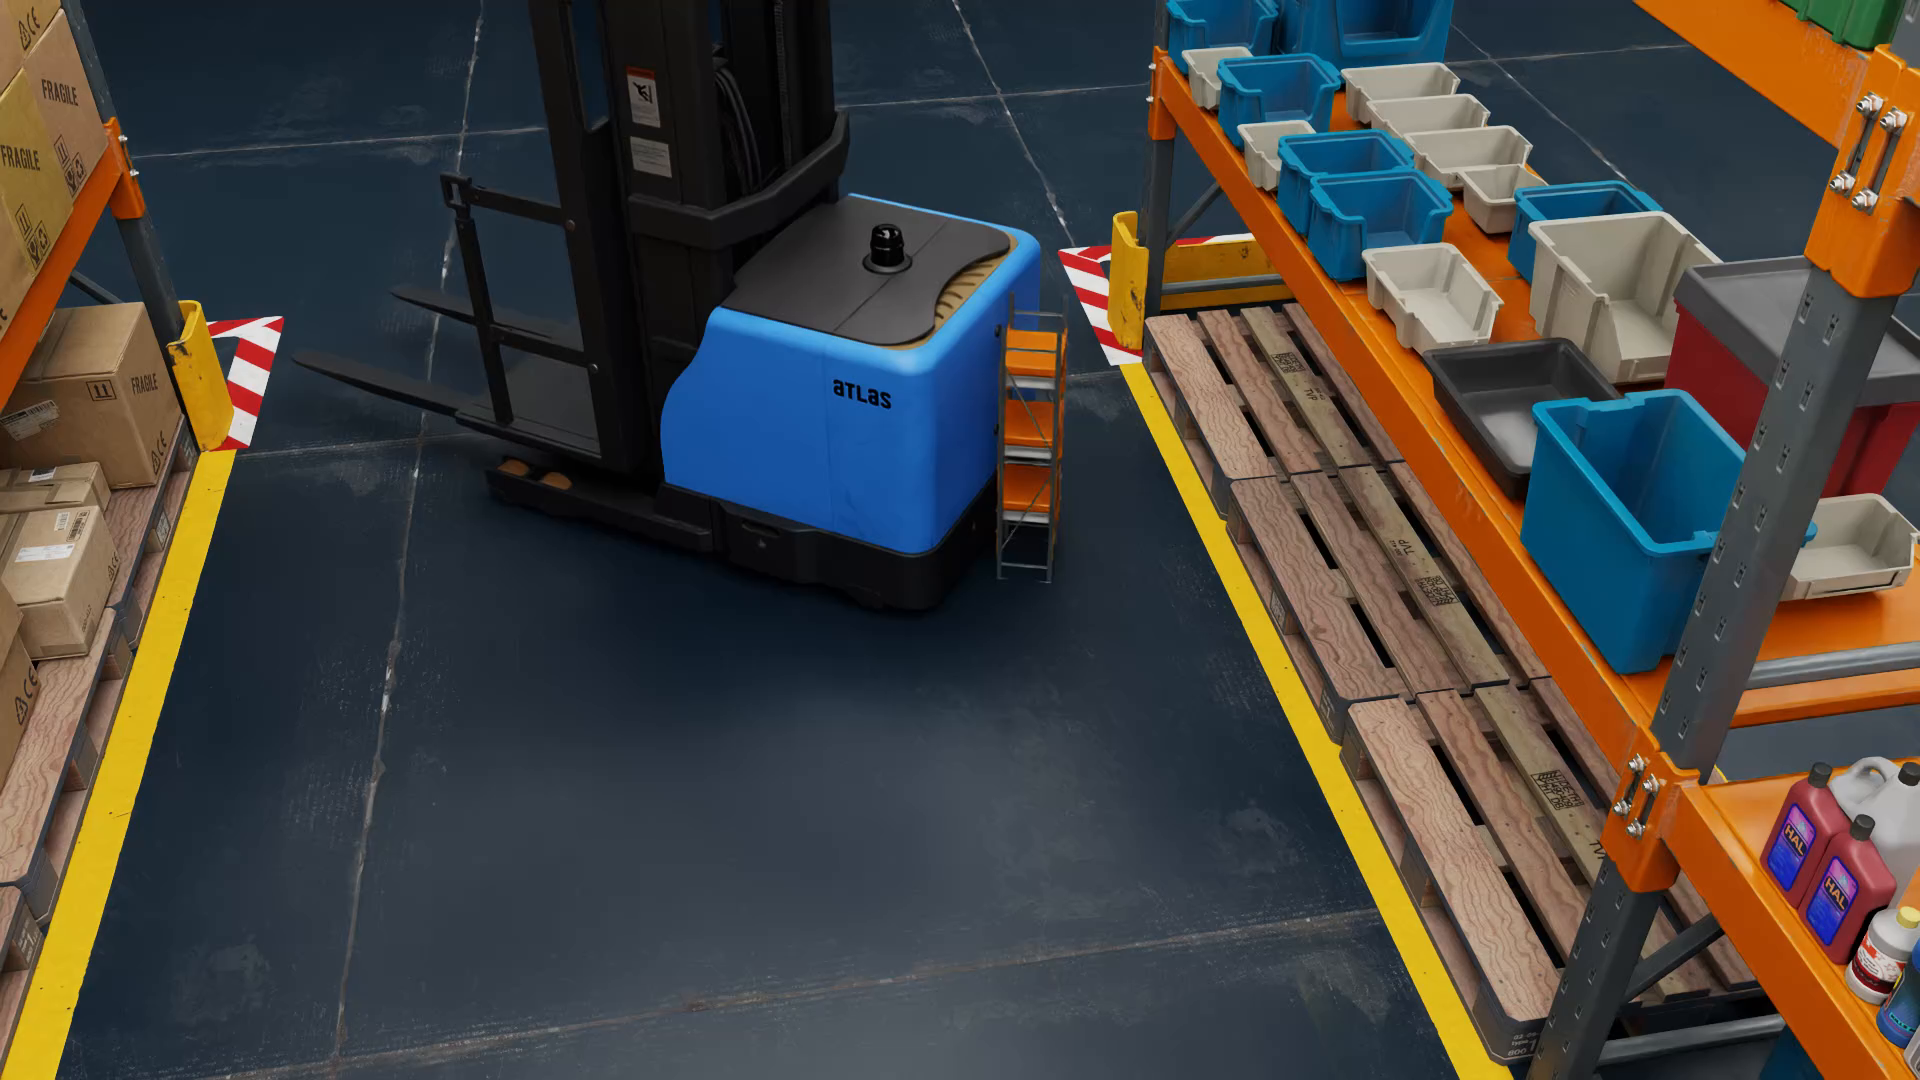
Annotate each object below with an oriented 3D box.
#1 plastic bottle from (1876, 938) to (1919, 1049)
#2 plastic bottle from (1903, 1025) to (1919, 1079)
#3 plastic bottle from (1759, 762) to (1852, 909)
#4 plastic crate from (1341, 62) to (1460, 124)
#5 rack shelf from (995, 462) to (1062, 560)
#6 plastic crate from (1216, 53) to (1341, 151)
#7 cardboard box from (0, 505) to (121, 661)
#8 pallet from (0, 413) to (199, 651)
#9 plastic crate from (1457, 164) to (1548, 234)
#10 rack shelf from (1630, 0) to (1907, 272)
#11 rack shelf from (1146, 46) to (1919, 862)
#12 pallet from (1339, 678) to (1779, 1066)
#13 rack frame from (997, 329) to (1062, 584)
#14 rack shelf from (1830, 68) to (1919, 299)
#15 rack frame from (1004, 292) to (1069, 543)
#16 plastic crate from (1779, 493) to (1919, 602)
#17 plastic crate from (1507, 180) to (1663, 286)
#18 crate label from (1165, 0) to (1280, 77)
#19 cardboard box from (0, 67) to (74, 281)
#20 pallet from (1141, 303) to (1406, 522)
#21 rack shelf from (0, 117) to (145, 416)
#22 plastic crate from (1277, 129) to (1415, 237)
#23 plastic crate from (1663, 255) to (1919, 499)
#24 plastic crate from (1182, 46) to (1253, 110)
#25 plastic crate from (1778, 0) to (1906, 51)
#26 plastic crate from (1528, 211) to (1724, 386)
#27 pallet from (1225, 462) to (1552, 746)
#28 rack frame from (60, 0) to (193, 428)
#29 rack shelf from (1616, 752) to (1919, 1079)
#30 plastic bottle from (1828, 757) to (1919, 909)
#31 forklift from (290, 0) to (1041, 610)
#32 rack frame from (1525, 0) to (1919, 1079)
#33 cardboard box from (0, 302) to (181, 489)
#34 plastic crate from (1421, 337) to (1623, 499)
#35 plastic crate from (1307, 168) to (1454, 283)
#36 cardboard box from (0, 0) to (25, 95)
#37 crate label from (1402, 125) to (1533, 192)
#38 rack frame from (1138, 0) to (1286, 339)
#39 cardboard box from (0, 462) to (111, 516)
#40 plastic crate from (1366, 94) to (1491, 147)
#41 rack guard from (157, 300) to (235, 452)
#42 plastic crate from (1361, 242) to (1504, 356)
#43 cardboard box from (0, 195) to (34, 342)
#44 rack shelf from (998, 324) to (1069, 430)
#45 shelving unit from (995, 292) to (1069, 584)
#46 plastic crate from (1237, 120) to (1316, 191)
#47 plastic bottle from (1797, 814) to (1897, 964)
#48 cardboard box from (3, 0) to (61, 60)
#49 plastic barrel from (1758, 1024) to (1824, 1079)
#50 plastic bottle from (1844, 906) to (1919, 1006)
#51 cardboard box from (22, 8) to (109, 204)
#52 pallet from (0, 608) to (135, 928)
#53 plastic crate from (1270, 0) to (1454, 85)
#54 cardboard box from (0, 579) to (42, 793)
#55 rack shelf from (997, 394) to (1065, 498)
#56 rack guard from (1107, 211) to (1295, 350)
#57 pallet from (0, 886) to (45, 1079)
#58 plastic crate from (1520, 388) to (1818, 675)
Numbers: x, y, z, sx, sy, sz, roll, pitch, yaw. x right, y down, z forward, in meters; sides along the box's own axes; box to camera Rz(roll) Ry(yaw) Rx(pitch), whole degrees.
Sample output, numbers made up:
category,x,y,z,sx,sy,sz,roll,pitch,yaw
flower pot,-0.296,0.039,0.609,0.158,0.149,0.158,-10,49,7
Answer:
category,x,y,z,sx,sy,sz,roll,pitch,yaw
plastic bottle,1.703,0.774,2.914,0.097,0.271,0.097,0,38,0
plastic bottle,1.751,0.839,2.826,0.152,0.276,0.135,-6,38,-8
plastic bottle,1.625,0.562,3.177,0.061,0.283,0.133,-6,38,-8
plastic crate,1.600,-1.614,6.048,0.396,0.136,0.243,-6,38,-8
rack shelf,0.249,-0.111,6.008,0.215,0.259,0.240,5,38,6
plastic crate,1.114,-1.543,5.878,0.416,0.233,0.300,-6,38,-8
cardboard box,-3.123,0.154,5.489,0.500,0.250,0.500,-6,38,-8
pallet,-3.444,-0.008,6.089,1.003,0.211,1.213,-6,38,-8
plastic crate,1.780,-1.095,5.380,0.298,0.136,0.250,-6,38,-8
rack shelf,1.630,-1.860,4.340,1.077,0.370,4.000,-6,38,-8
rack shelf,1.630,-0.675,5.261,1.077,0.370,4.000,-6,38,-8
pallet,1.813,0.910,4.907,1.003,0.211,1.213,-6,38,-8
rack frame,0.233,-0.265,5.735,0.200,1.050,0.008,5,38,6
rack shelf,2.331,0.556,1.231,1.077,0.370,4.000,-6,38,-8
rack frame,0.266,-0.413,5.926,0.200,1.050,0.008,5,38,6
plastic crate,2.040,0.033,3.929,0.396,0.136,0.243,-6,38,-8
plastic crate,1.892,-0.912,5.067,0.416,0.233,0.300,-6,38,-8
crate label,0.998,-1.940,6.390,0.416,0.233,0.303,-6,38,-8
cardboard box,-3.157,-1.122,5.168,0.500,0.500,0.500,-6,38,-8
pallet,1.386,-0.564,6.804,1.003,0.211,1.213,-6,38,-8
rack shelf,-3.247,-0.145,4.578,1.077,0.370,4.000,-6,38,-8
plastic crate,1.229,-1.145,5.367,0.416,0.233,0.300,-6,38,-8
plastic crate,2.071,-0.367,4.176,0.402,0.464,0.583,-6,38,-8
plastic crate,0.973,-1.700,6.159,0.250,0.136,0.298,-6,38,-8
plastic crate,1.609,-1.076,2.917,0.450,0.188,0.662,-6,38,-8
plastic crate,1.894,-0.670,4.716,0.437,0.282,0.530,-6,38,-8
pallet,1.596,0.171,5.857,1.003,0.211,1.213,-6,38,-8
rack frame,-3.598,-1.637,5.912,1.000,3.000,0.127,-6,38,-8
rack shelf,2.331,1.741,2.151,1.077,0.370,4.000,-6,38,-8
plastic bottle,1.730,0.540,3.150,0.144,0.351,0.185,-6,38,-8
forklift,-1.255,-1.522,5.821,3.031,2.935,1.130,16,41,20
rack frame,1.980,0.249,3.485,1.000,3.000,0.127,-6,38,-8
cardboard box,-3.260,-0.522,6.155,0.500,0.500,0.500,-6,38,-8
plastic crate,1.520,-0.314,4.384,0.437,0.125,0.590,-6,38,-8
plastic crate,1.282,-0.964,5.133,0.416,0.233,0.300,-6,38,-8
cardboard box,-3.160,-1.527,4.874,0.500,0.500,0.500,-5,38,-7
crate label,1.710,-1.272,5.608,0.396,0.136,0.243,-6,38,-8
rack frame,1.279,-2.167,6.595,1.000,3.000,0.127,-6,38,-8
cardboard box,-3.278,-0.136,5.930,0.380,0.166,0.250,-6,38,-8
plastic crate,1.637,-1.437,5.821,0.396,0.136,0.243,-6,38,-8
rack guard,-3.585,-0.604,6.620,1.175,0.500,0.348,-6,38,-8
plastic crate,1.379,-0.690,4.860,0.293,0.136,0.466,-6,38,-8
cardboard box,-3.075,-0.820,4.779,0.500,0.500,0.500,-6,38,-8
rack shelf,0.249,-0.555,5.663,0.215,0.259,0.240,5,38,6
shelving unit,0.249,-0.339,5.831,0.215,1.050,0.252,5,38,6
plastic crate,1.092,-1.290,5.632,0.250,0.136,0.298,-6,38,-8
plastic bottle,1.648,0.643,3.073,0.061,0.283,0.133,-6,38,-8
cardboard box,-3.249,-1.832,5.267,0.500,0.500,0.500,-7,38,-8
plastic barrel,2.059,1.242,3.575,0.600,0.901,0.708,-6,38,-8
plastic bottle,1.686,0.743,3.011,0.097,0.201,0.097,0,38,0
cardboard box,-3.252,-1.435,5.571,0.500,0.500,0.500,-5,38,-7
pallet,-3.234,0.727,5.142,1.003,0.211,1.213,-6,38,-8
plastic crate,1.522,-2.023,6.331,0.616,0.435,0.499,-6,38,-8
cardboard box,-3.231,0.457,4.893,0.797,0.503,0.637,-6,38,-8
rack shelf,0.249,-0.331,5.837,0.215,0.259,0.240,5,38,6
rack guard,1.262,-1.193,7.379,1.175,0.500,0.348,-6,38,-8
pallet,-3.016,1.465,4.192,1.003,0.211,1.213,-6,38,-8
plastic crate,1.563,-0.014,3.787,0.392,0.384,0.575,-6,38,-8
